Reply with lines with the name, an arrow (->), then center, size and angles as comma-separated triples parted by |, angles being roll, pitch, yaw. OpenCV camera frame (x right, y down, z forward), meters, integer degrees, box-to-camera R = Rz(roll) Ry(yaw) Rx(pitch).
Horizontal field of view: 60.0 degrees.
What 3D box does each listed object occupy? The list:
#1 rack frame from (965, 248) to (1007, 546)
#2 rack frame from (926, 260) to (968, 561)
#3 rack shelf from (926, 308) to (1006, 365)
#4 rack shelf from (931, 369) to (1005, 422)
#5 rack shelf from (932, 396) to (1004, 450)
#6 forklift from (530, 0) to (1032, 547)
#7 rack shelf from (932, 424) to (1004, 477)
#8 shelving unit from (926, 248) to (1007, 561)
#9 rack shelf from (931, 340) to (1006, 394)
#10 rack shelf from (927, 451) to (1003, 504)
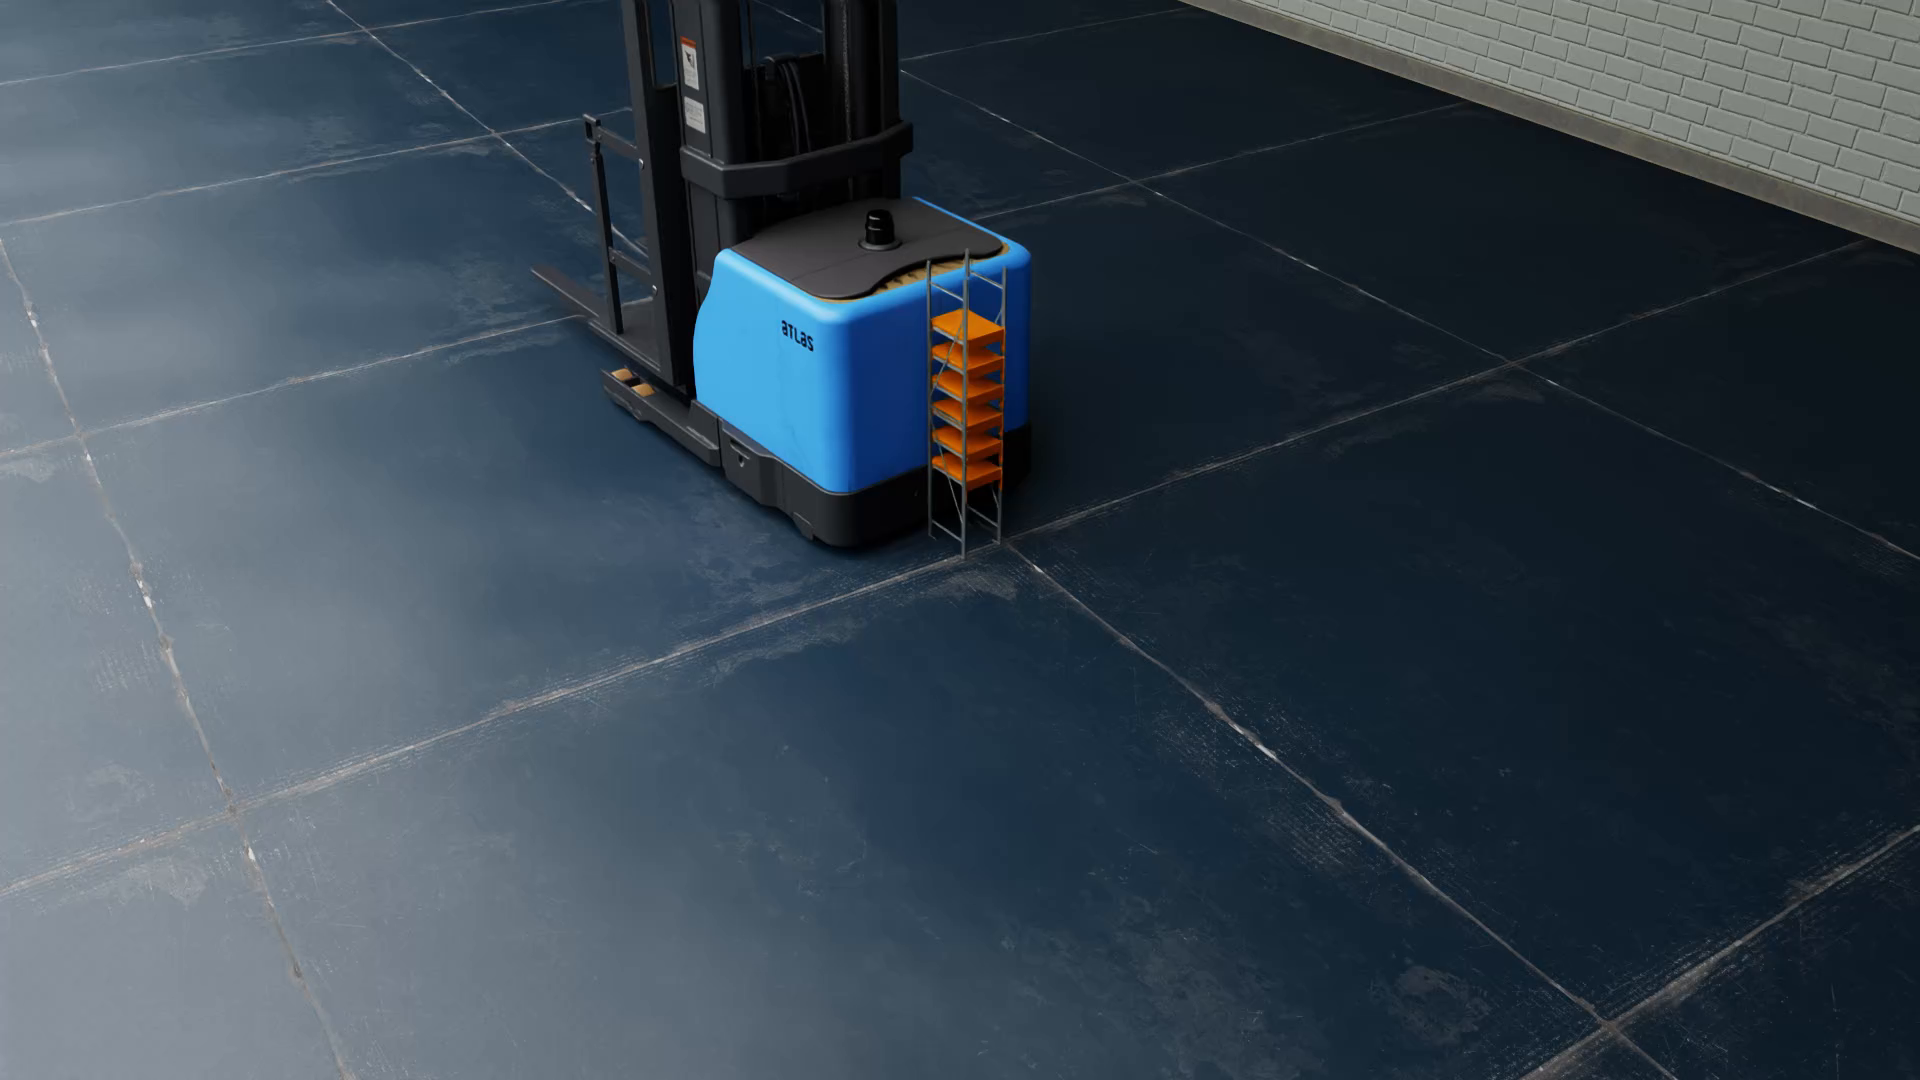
rack frame -> 0.093, -0.535, 6.474 | 0.006, 1.200, 0.240 | -22, 39, -32
rack frame -> -0.051, -0.476, 6.378 | 0.006, 1.200, 0.240 | -22, 39, -32
rack shelf -> 0.023, -0.773, 6.258 | 0.180, 0.103, 0.258 | -22, 39, -32
rack shelf -> 0.021, -0.570, 6.386 | 0.180, 0.103, 0.258 | -22, 39, -32
rack shelf -> 0.021, -0.468, 6.449 | 0.180, 0.103, 0.258 | -22, 39, -32
forklift -> -1.008, -1.935, 7.070 | 1.130, 2.935, 3.031 | -23, 39, -32
rack shelf -> 0.020, -0.366, 6.513 | 0.180, 0.103, 0.258 | -22, 39, -32
shelving unit -> 0.021, -0.506, 6.426 | 0.189, 1.200, 0.258 | -22, 39, -32
rack shelf -> 0.022, -0.671, 6.322 | 0.180, 0.103, 0.258 | -22, 39, -32
rack shelf -> 0.019, -0.265, 6.577 | 0.180, 0.103, 0.258 | -22, 39, -32
